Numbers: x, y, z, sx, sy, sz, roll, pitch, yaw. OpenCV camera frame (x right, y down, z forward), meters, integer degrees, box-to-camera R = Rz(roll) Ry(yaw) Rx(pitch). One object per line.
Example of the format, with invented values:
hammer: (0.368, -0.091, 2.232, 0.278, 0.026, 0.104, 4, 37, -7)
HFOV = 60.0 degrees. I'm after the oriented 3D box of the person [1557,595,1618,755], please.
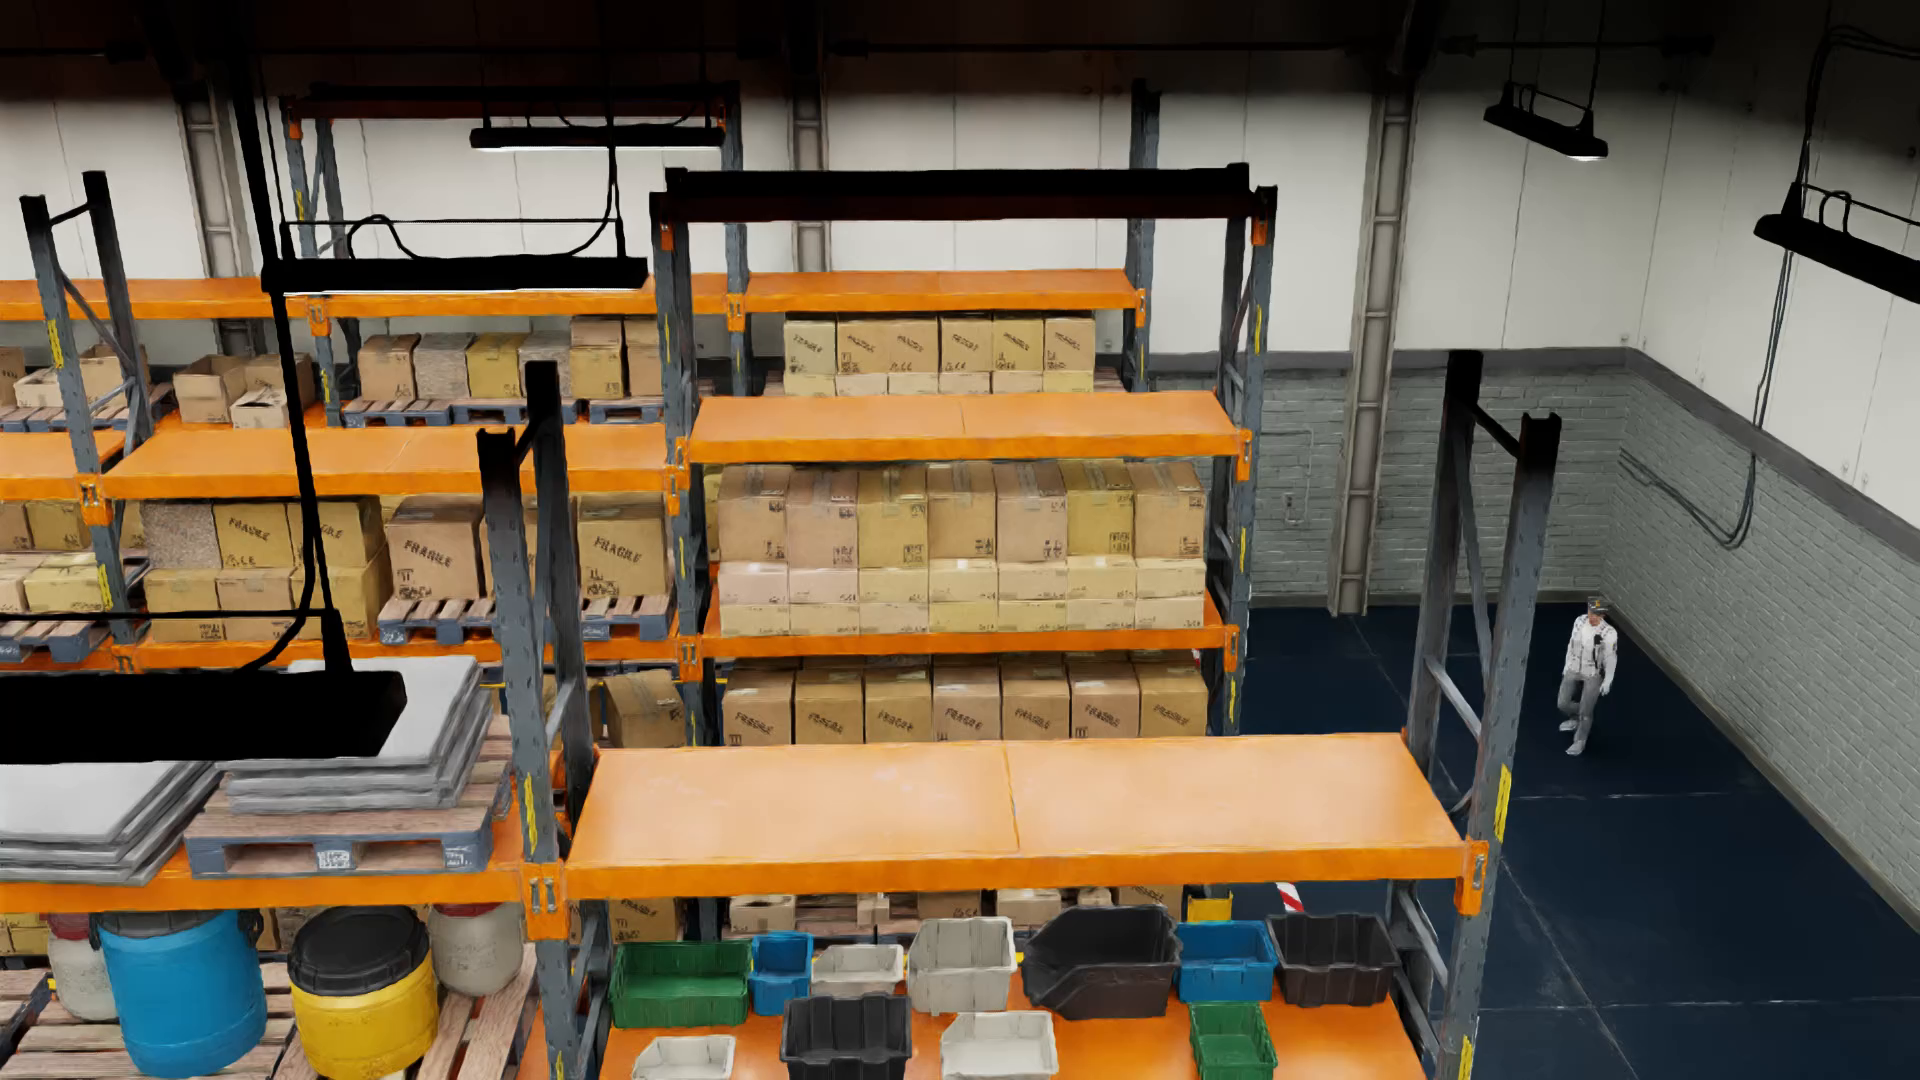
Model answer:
person: (6.012, 1.250, 15.866, 0.520, 1.671, 0.530, -17, 28, -36)
